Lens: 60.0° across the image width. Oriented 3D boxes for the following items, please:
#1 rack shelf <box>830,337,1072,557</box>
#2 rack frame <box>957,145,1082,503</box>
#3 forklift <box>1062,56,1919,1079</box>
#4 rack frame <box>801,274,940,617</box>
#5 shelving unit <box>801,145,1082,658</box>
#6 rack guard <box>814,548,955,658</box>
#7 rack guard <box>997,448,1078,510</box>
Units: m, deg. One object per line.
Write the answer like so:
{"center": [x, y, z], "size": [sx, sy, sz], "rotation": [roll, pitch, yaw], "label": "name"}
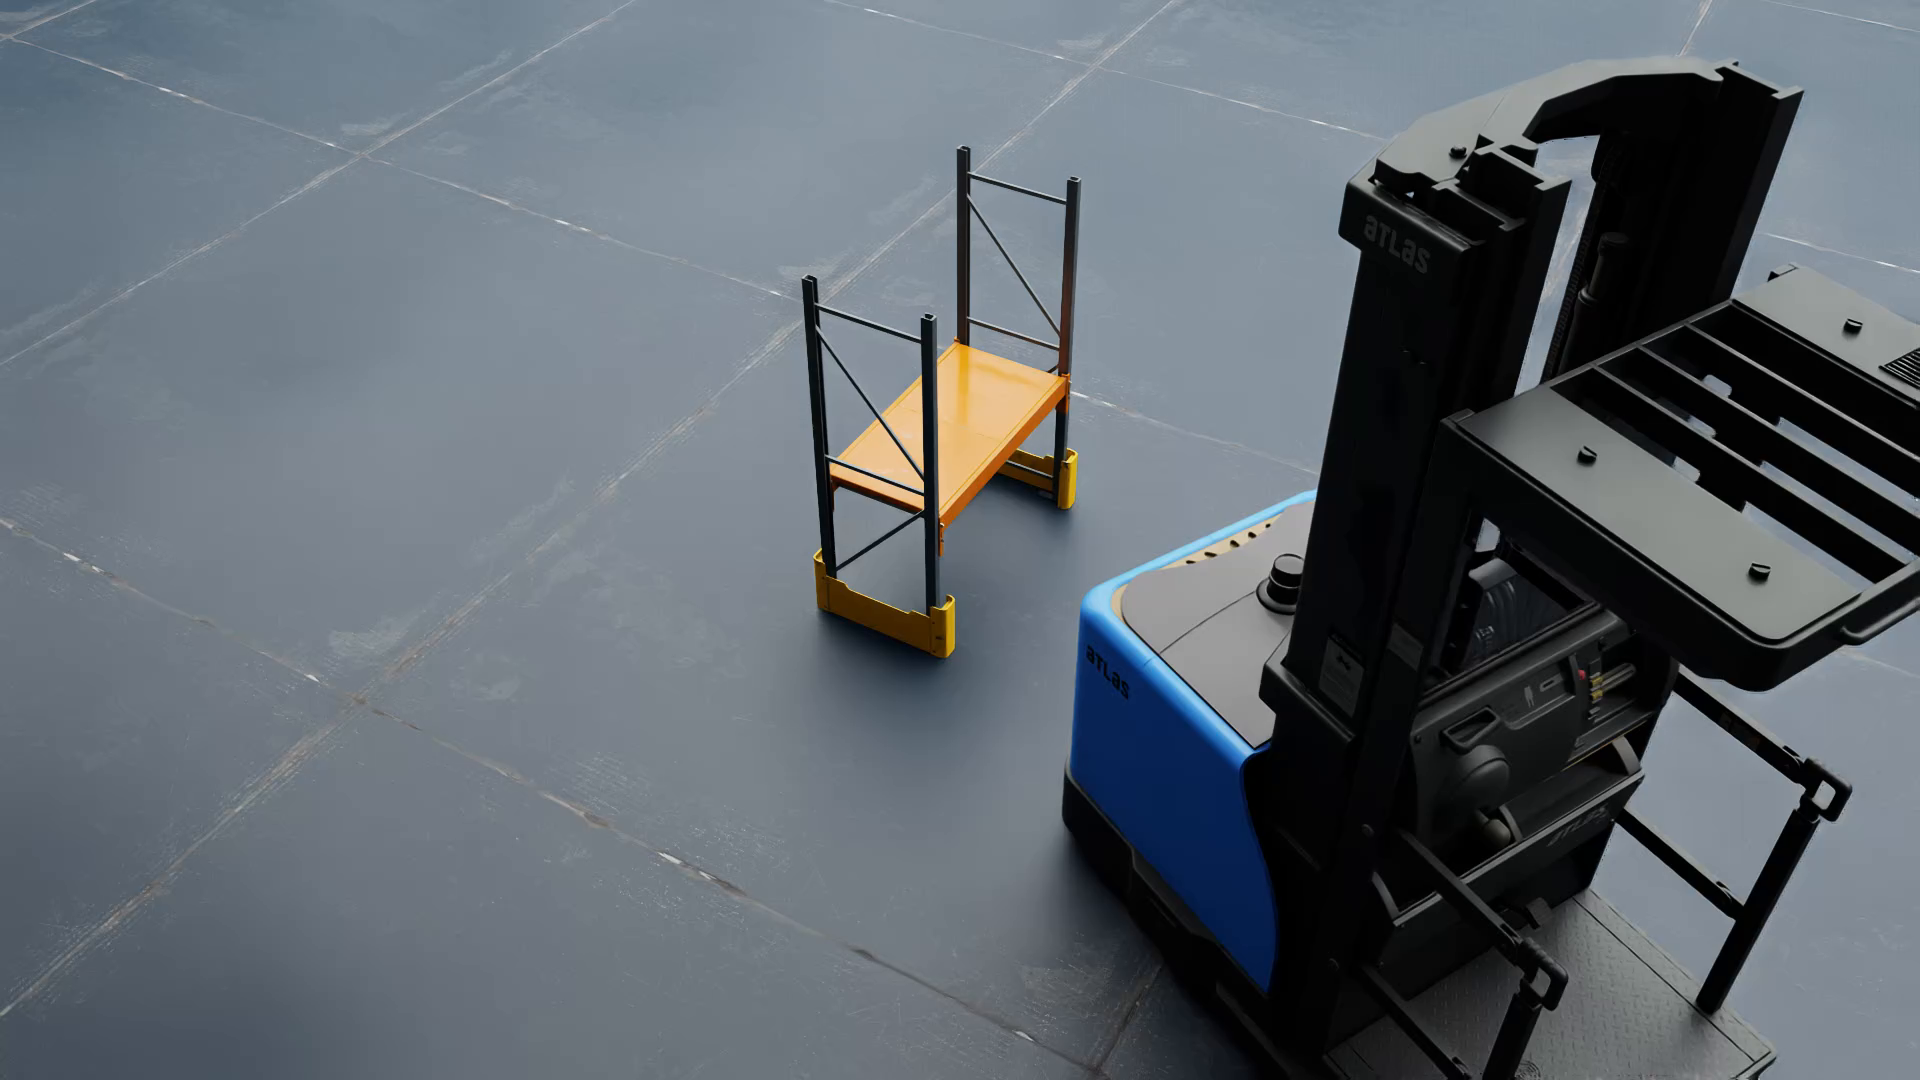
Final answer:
{"center": [-0.043, -0.379, 6.318], "size": [0.538, 0.185, 1.000], "rotation": [21, 45, 22], "label": "rack shelf"}
{"center": [0.212, -0.805, 6.529], "size": [0.500, 1.500, 0.032], "rotation": [21, 45, 22], "label": "rack frame"}
{"center": [1.559, 0.514, 3.949], "size": [1.130, 2.935, 3.031], "rotation": [-23, 46, -24], "label": "forklift"}
{"center": [-0.297, -0.223, 5.869], "size": [0.500, 1.500, 0.032], "rotation": [21, 45, 22], "label": "rack frame"}
{"center": [-0.038, -0.519, 6.205], "size": [0.587, 1.500, 1.083], "rotation": [21, 45, 22], "label": "shelving unit"}
{"center": [-0.287, 0.235, 6.294], "size": [0.587, 0.250, 0.087], "rotation": [21, 45, 22], "label": "rack guard"}
{"center": [0.211, -0.335, 6.941], "size": [0.587, 0.250, 0.087], "rotation": [21, 45, 22], "label": "rack guard"}
